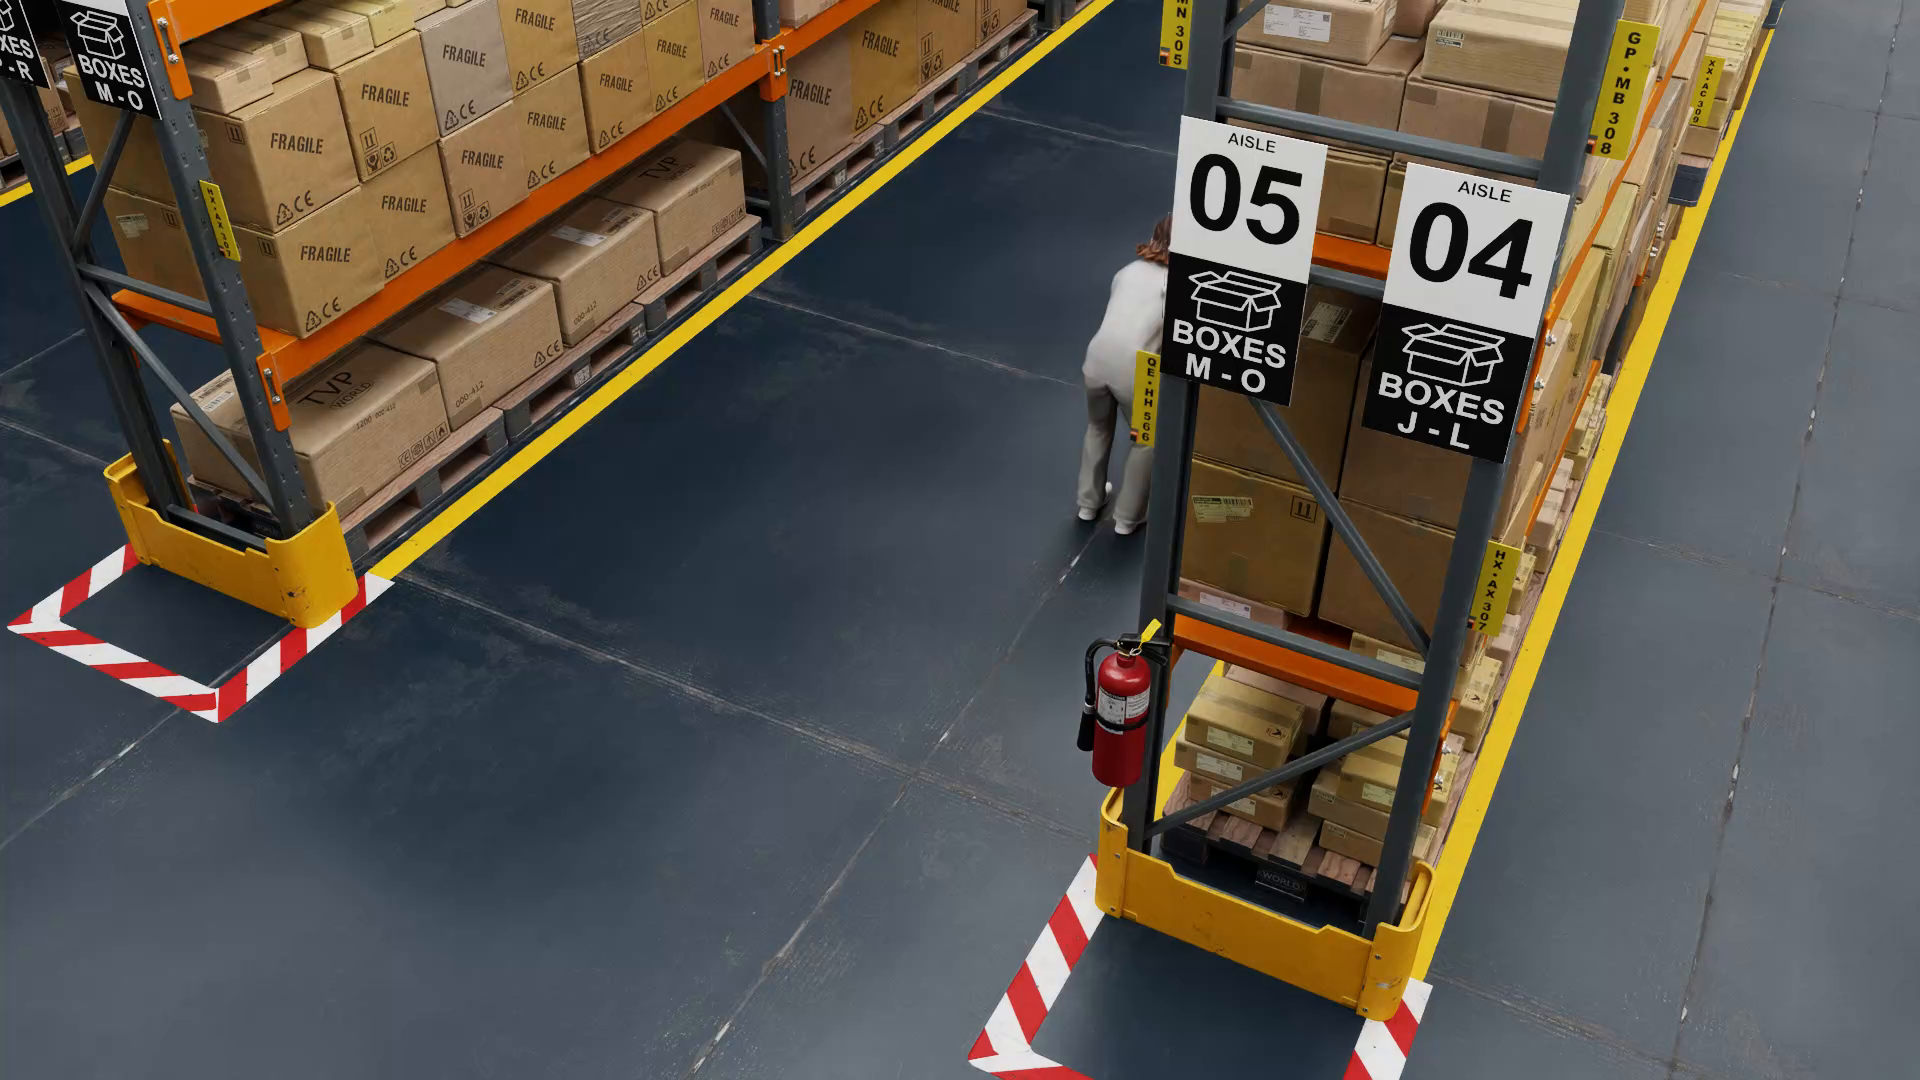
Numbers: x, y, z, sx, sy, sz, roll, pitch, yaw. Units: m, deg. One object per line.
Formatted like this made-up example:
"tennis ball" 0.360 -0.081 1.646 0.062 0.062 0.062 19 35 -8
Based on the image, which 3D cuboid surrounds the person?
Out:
"person" 0.859 -0.788 7.943 0.408 1.449 0.728 21 43 25
